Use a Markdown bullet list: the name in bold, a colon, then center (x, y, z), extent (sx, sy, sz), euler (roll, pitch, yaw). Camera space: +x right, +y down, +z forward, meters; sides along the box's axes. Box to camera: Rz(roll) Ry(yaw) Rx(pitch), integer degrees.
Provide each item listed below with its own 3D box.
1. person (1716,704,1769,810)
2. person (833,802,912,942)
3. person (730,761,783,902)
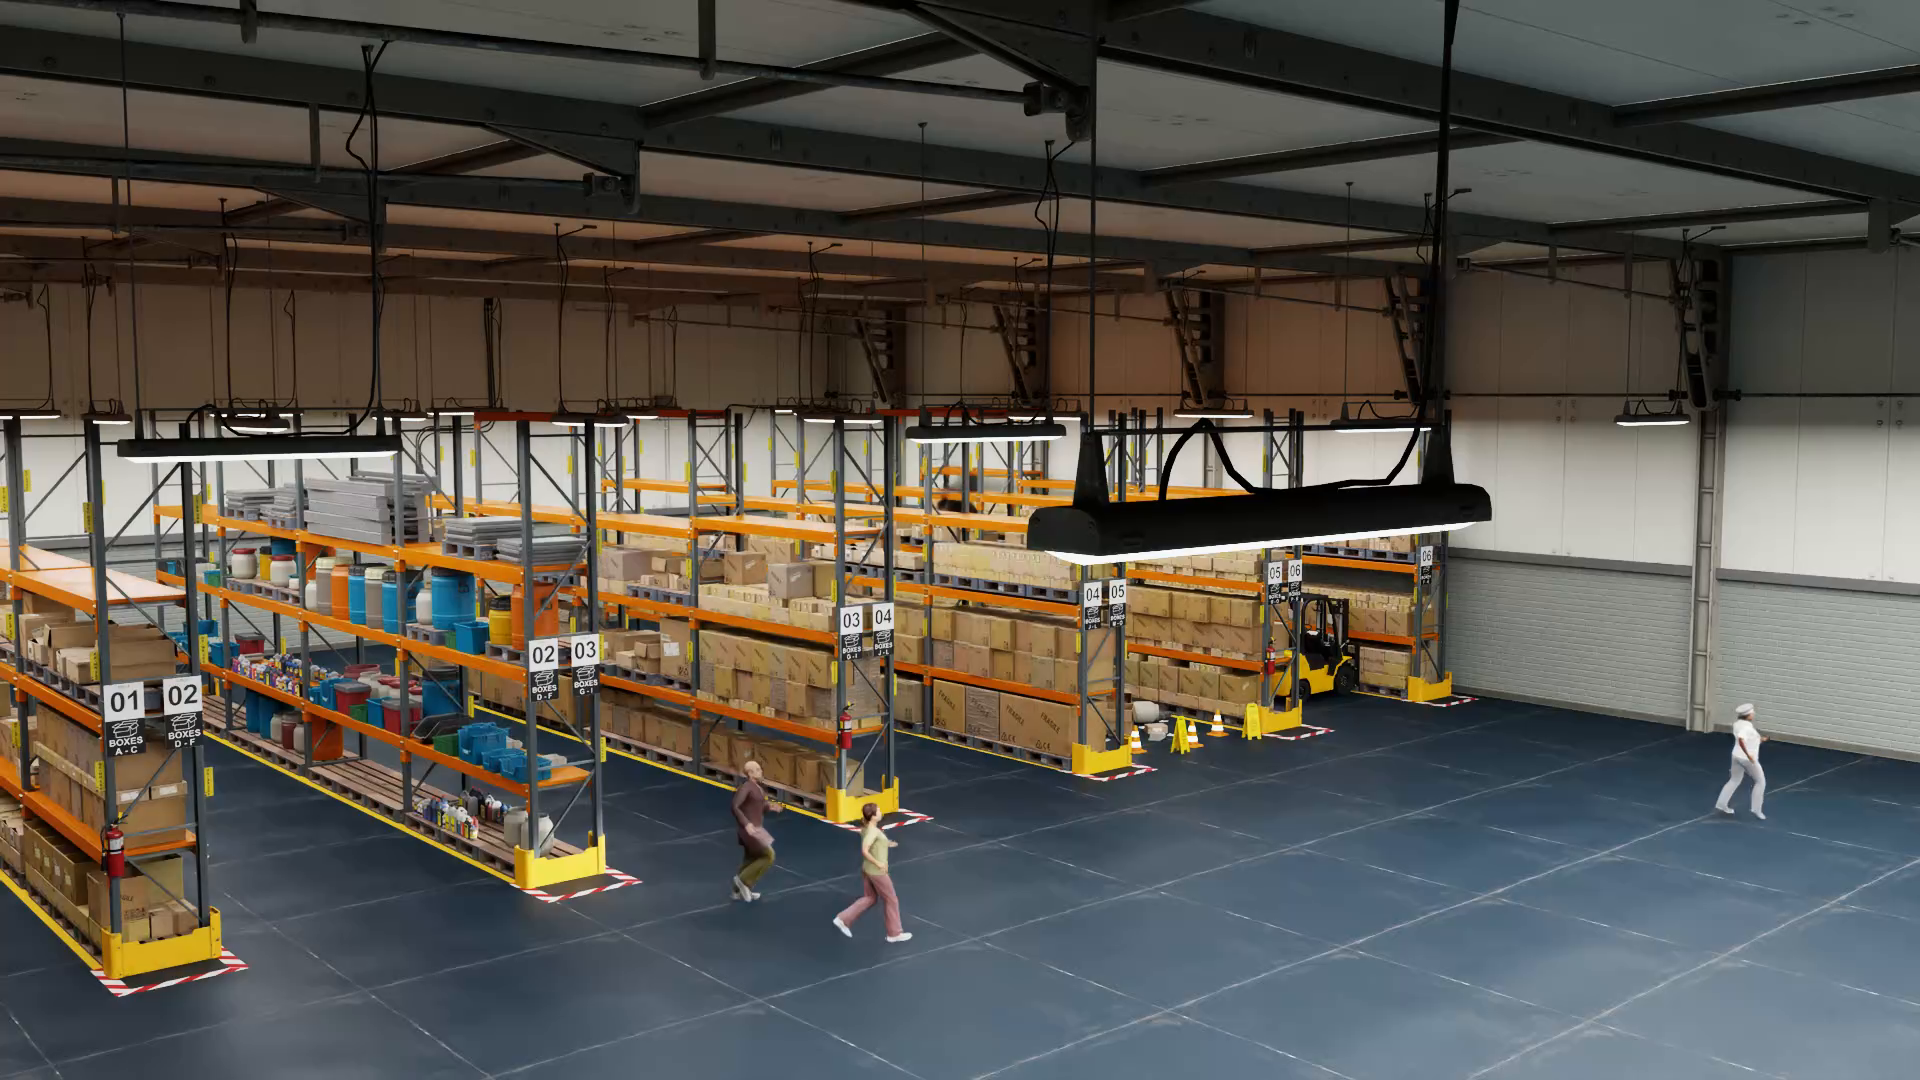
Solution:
- **person**: center (11.703, 3.225, 24.790), extent (0.747, 1.575, 0.546), euler (-1, 5, -9)
- **person**: center (-0.999, 3.816, 19.084), extent (0.929, 1.645, 0.585), euler (-2, 5, -21)
- **person**: center (-2.548, 3.626, 20.802), extent (0.671, 1.748, 0.686), euler (0, 5, -6)
